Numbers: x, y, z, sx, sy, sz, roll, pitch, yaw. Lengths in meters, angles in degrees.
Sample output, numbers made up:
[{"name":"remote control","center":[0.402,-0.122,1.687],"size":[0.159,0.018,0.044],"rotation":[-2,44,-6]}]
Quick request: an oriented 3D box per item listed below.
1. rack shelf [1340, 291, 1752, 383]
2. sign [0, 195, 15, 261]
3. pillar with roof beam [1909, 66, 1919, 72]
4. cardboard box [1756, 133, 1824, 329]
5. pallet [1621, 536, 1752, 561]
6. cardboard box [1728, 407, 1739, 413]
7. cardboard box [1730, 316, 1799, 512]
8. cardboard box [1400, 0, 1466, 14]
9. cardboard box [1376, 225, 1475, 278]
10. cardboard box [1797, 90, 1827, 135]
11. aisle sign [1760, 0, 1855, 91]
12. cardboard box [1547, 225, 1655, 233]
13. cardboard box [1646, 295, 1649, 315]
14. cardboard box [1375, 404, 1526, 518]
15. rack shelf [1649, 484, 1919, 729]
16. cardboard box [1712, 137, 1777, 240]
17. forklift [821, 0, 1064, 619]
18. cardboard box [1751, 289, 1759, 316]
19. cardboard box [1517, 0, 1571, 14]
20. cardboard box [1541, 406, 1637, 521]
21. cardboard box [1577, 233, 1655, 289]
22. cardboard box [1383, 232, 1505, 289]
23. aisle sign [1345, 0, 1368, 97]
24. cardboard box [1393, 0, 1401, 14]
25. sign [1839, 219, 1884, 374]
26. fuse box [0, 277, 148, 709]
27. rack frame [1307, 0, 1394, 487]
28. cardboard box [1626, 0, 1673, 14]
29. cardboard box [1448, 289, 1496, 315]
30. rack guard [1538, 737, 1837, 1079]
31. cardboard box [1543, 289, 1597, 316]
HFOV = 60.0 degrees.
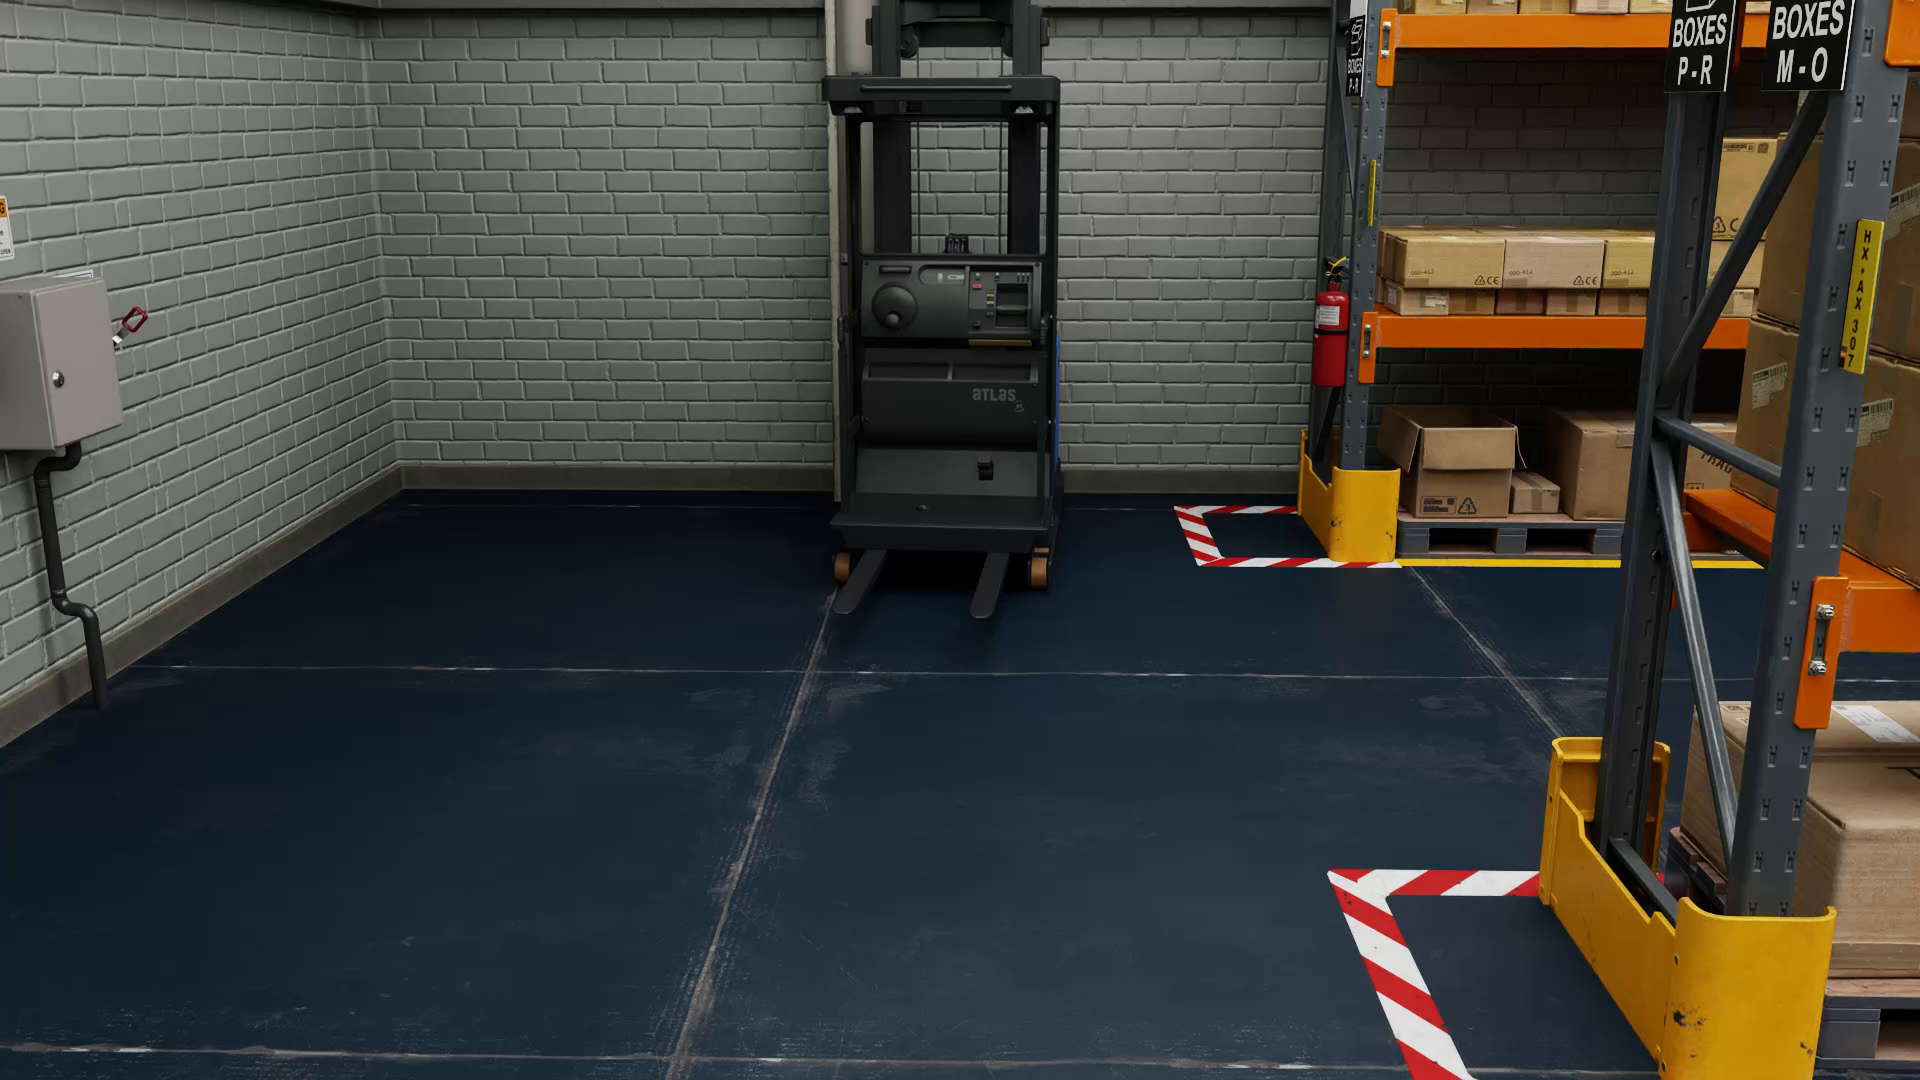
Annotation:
[{"name":"rack shelf","center":[4.099,-1.118,9.107],"size":[4.000,0.370,1.077],"rotation":[0,15,1]},{"name":"sign","center":[-3.670,-1.165,6.257],"size":[0.001,0.242,0.339],"rotation":[0,15,1]},{"name":"pillar with roof beam","center":[5.315,-3.490,4.928],"size":[0.400,9.000,9.100],"rotation":[0,15,1]},{"name":"cardboard box","center":[2.464,-0.802,4.345],"size":[0.500,0.500,0.500],"rotation":[1,15,3]},{"name":"pallet","center":[4.189,-0.116,9.367],"size":[1.213,0.211,1.003],"rotation":[0,15,1]},{"name":"cardboard box","center":[4.599,-0.423,9.139],"size":[0.500,0.500,0.700],"rotation":[0,15,-1]},{"name":"cardboard box","center":[2.465,-0.326,4.498],"size":[0.500,0.500,0.500],"rotation":[0,15,2]},{"name":"cardboard box","center":[2.412,-2.746,8.481],"size":[0.250,0.149,0.380],"rotation":[1,15,3]},{"name":"cardboard box","center":[2.566,-1.615,9.291],"size":[0.500,0.250,0.500],"rotation":[1,15,3]},{"name":"cardboard box","center":[2.340,-1.107,4.228],"size":[0.250,0.149,0.380],"rotation":[1,15,2]},{"name":"aisle sign","center":[1.897,-1.396,3.657],"size":[0.004,0.787,0.394],"rotation":[0,15,1]},{"name":"cardboard box","center":[3.576,-1.607,9.260],"size":[0.500,0.250,0.500],"rotation":[1,15,3]},{"name":"cardboard box","center":[3.707,-1.264,8.744],"size":[0.250,0.149,0.380],"rotation":[0,15,0]},{"name":"cardboard box","center":[2.708,-0.447,9.223],"size":[0.637,0.503,0.797],"rotation":[0,15,-1]},{"name":"rack shelf","center":[3.975,0.148,4.309],"size":[4.000,0.370,1.077],"rotation":[0,15,1]},{"name":"cardboard box","center":[4.045,-1.831,8.642],"size":[0.500,0.500,0.500],"rotation":[1,15,3]},{"name":"forklift","center":[-0.064,-1.258,8.363],"size":[1.130,2.935,3.031],"rotation":[1,15,6]},{"name":"cardboard box","center":[4.231,-1.283,8.817],"size":[0.250,0.149,0.380],"rotation":[0,15,1]},{"name":"cardboard box","center":[2.931,-2.745,8.478],"size":[0.250,0.149,0.380],"rotation":[0,15,2]},{"name":"cardboard box","center":[3.562,-0.429,9.165],"size":[0.500,0.500,0.700],"rotation":[1,15,4]},{"name":"cardboard box","center":[3.557,-1.473,8.753],"size":[0.500,0.250,0.500],"rotation":[0,15,0]},{"name":"cardboard box","center":[2.546,-1.478,8.774],"size":[0.500,0.250,0.500],"rotation":[0,15,2]},{"name":"aisle sign","center":[2.023,-2.661,8.451],"size":[0.004,0.787,0.394],"rotation":[0,15,1]},{"name":"cardboard box","center":[2.425,-2.865,8.930],"size":[0.250,0.149,0.380],"rotation":[1,15,3]},{"name":"sign","center":[1.956,-0.528,3.610],"size":[0.005,0.325,0.100],"rotation":[0,15,1]},{"name":"fuse box","center":[-3.462,-0.155,6.575],"size":[0.414,1.711,0.539],"rotation":[0,15,1]},{"name":"rack frame","center":[2.099,-1.479,9.065],"size":[0.127,3.000,1.000],"rotation":[0,15,1]},{"name":"cardboard box","center":[3.439,-2.717,8.373],"size":[0.250,0.149,0.380],"rotation":[0,15,1]},{"name":"cardboard box","center":[2.676,-1.295,8.862],"size":[0.250,0.149,0.380],"rotation":[1,15,3]},{"name":"rack guard","center":[1.952,0.996,4.586],"size":[0.348,0.500,1.175],"rotation":[0,15,1]},{"name":"cardboard box","center":[3.191,-1.285,8.824],"size":[0.250,0.149,0.380],"rotation":[1,15,3]}]
